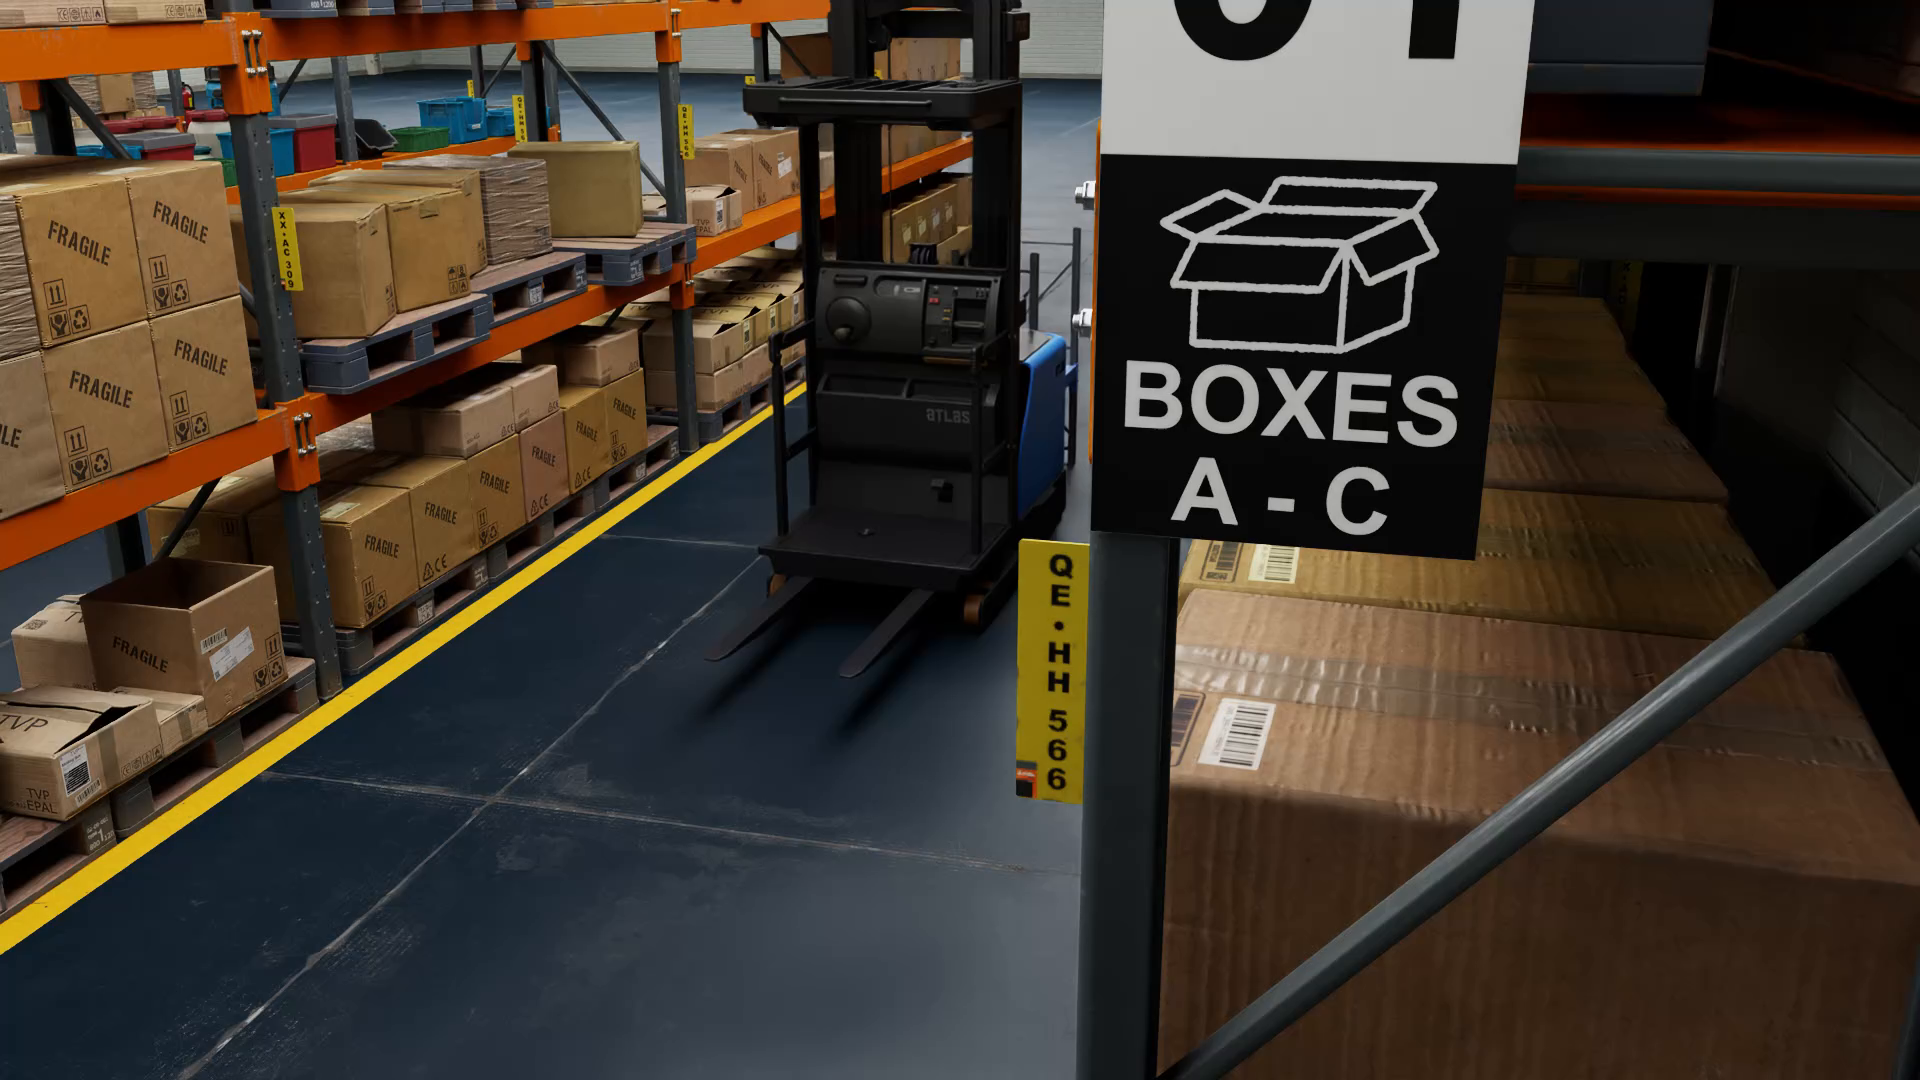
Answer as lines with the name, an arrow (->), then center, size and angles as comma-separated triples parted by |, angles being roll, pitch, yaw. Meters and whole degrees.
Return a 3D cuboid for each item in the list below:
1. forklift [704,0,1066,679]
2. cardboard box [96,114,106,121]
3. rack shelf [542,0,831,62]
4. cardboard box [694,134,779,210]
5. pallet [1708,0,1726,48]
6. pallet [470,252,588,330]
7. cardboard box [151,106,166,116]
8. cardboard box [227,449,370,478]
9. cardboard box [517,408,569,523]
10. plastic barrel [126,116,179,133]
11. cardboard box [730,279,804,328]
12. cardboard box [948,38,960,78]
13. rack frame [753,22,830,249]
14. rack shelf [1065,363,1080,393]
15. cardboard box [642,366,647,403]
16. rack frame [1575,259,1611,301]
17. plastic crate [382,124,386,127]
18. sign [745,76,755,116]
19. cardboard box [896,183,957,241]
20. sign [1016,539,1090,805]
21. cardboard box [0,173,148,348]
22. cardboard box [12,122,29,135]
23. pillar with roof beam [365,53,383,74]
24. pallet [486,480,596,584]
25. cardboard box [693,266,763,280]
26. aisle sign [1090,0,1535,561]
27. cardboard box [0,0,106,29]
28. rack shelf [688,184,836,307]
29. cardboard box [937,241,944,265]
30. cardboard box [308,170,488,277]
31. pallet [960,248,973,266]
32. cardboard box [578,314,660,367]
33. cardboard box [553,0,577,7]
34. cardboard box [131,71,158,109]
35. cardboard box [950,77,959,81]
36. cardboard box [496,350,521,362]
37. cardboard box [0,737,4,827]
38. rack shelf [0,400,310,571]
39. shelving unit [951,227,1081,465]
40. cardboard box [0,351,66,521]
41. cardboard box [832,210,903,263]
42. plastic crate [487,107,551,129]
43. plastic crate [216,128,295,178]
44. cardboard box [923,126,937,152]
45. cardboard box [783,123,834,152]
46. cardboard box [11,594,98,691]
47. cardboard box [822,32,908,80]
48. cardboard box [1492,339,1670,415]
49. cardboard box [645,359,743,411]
forklift -> -0.318, -1.109, 7.901 | 1.130, 2.935, 3.031 | 6, 20, 16
cardboard box -> -9.982, -4.787, 18.950 | 0.380, 0.149, 0.250 | 5, 19, 13
rack shelf -> -1.723, -3.739, 11.967 | 1.077, 0.370, 4.000 | 5, 19, 13
cardboard box -> -1.689, -2.773, 12.511 | 0.500, 0.500, 0.500 | 5, 19, 13
pallet -> 1.106, -1.130, 3.353 | 1.003, 0.211, 1.213 | 5, 19, 13
pallet -> -2.682, -1.333, 8.745 | 1.003, 0.211, 1.213 | 5, 19, 13
cardboard box -> -9.731, -5.100, 19.866 | 0.380, 0.149, 0.250 | 5, 19, 13
cardboard box -> -3.217, -0.137, 8.133 | 0.500, 0.500, 0.500 | 5, 19, 14
cardboard box -> -2.461, -0.420, 8.963 | 0.500, 0.500, 0.500 | 4, 19, 11
plastic barrel -> -6.662, -3.231, 13.797 | 0.433, 0.535, 0.433 | 0, 19, 0
cardboard box -> -1.427, -1.823, 12.622 | 0.500, 0.311, 0.500 | 4, 19, 13
cardboard box -> -0.396, -5.040, 17.141 | 0.700, 0.500, 0.500 | 5, 19, 14
rack frame -> -1.234, -3.287, 14.171 | 1.000, 3.000, 0.127 | 5, 19, 13
rack shelf -> 0.344, -0.886, 10.017 | 0.538, 0.185, 1.000 | 6, 20, 16
cardboard box -> -2.319, -1.115, 11.416 | 0.500, 0.250, 0.500 | 5, 20, 15
rack frame -> 1.616, -0.390, 5.688 | 1.000, 3.000, 0.127 | 5, 19, 13
plastic crate -> -6.029, -3.977, 16.422 | 0.499, 0.251, 0.616 | 5, 19, 13
sign -> -1.773, -3.778, 14.145 | 0.100, 0.325, 0.005 | 5, 19, 13
cardboard box -> -0.329, -3.287, 16.615 | 0.500, 0.500, 0.500 | 5, 19, 13
sign -> 0.116, 0.157, 1.930 | 0.100, 0.325, 0.005 | 5, 19, 13
cardboard box -> -3.184, -0.960, 5.657 | 0.500, 0.500, 0.500 | 4, 19, 12
cardboard box -> -10.213, -4.389, 17.786 | 0.380, 0.149, 0.250 | 5, 19, 13
pillar with roof beam -> -13.826, -18.253, 48.704 | 9.100, 9.000, 0.400 | 5, 19, 13
pallet -> -2.731, -0.102, 9.158 | 1.003, 0.211, 1.213 | 5, 19, 13
cardboard box -> -1.829, -2.021, 13.202 | 0.500, 0.311, 0.500 | 4, 19, 12
aisle sign -> 0.330, -0.367, 1.600 | 0.394, 0.787, 0.004 | 5, 19, 13
cardboard box -> -3.182, -1.799, 5.405 | 0.500, 0.250, 0.500 | 5, 19, 13
rack shelf -> -1.723, -2.320, 12.452 | 1.077, 0.370, 4.000 | 5, 19, 13
cardboard box -> -0.456, -2.776, 16.278 | 0.500, 0.250, 0.500 | 5, 19, 13
cardboard box -> -2.817, -1.584, 8.381 | 0.700, 0.500, 0.500 | 0, 19, -1
pallet -> -0.403, -2.978, 17.581 | 1.003, 0.211, 1.213 | 5, 19, 13
cardboard box -> -2.322, -1.380, 11.324 | 0.500, 0.311, 0.500 | 5, 20, 15
cardboard box -> -2.537, -3.038, 8.646 | 0.910, 0.500, 0.500 | 5, 19, 13
cardboard box -> -10.023, -5.342, 19.573 | 0.875, 0.500, 0.500 | 5, 19, 13
cardboard box -> -0.228, -4.678, 17.085 | 0.380, 0.149, 0.250 | 5, 20, 15
cardboard box -> -2.600, -0.939, 10.481 | 0.500, 0.500, 0.500 | 6, 20, 16
cardboard box -> -3.643, 0.783, 5.437 | 0.797, 0.503, 0.637 | 5, 19, 13
rack shelf -> -3.677, 0.188, 5.111 | 1.077, 0.370, 4.000 | 5, 19, 13
shelving unit -> 0.344, -1.056, 9.959 | 0.538, 1.500, 1.048 | 6, 20, 16
cardboard box -> -3.310, -0.327, 5.350 | 0.500, 0.500, 0.500 | 5, 20, 15
cardboard box -> -0.817, -2.660, 14.779 | 0.500, 0.500, 0.500 | 5, 19, 13
plastic crate -> -4.891, -4.682, 18.486 | 0.499, 0.251, 0.616 | 5, 19, 13
plastic crate -> -6.004, -3.302, 14.238 | 0.392, 0.384, 0.575 | 5, 19, 13
cardboard box -> -0.634, -4.123, 16.462 | 0.700, 0.500, 0.500 | 5, 19, 14
cardboard box -> -1.132, -3.474, 14.563 | 0.700, 0.500, 0.500 | 4, 19, 12
cardboard box -> -3.501, 0.399, 6.858 | 0.500, 0.311, 0.500 | 5, 19, 13
cardboard box -> -0.887, -4.403, 15.277 | 0.700, 0.500, 0.500 | 5, 19, 13
cardboard box -> 1.284, -0.134, 4.477 | 0.980, 0.700, 0.700 | 4, 19, 12
cardboard box -> -1.799, -1.072, 11.289 | 0.500, 0.250, 0.500 | 5, 19, 13
